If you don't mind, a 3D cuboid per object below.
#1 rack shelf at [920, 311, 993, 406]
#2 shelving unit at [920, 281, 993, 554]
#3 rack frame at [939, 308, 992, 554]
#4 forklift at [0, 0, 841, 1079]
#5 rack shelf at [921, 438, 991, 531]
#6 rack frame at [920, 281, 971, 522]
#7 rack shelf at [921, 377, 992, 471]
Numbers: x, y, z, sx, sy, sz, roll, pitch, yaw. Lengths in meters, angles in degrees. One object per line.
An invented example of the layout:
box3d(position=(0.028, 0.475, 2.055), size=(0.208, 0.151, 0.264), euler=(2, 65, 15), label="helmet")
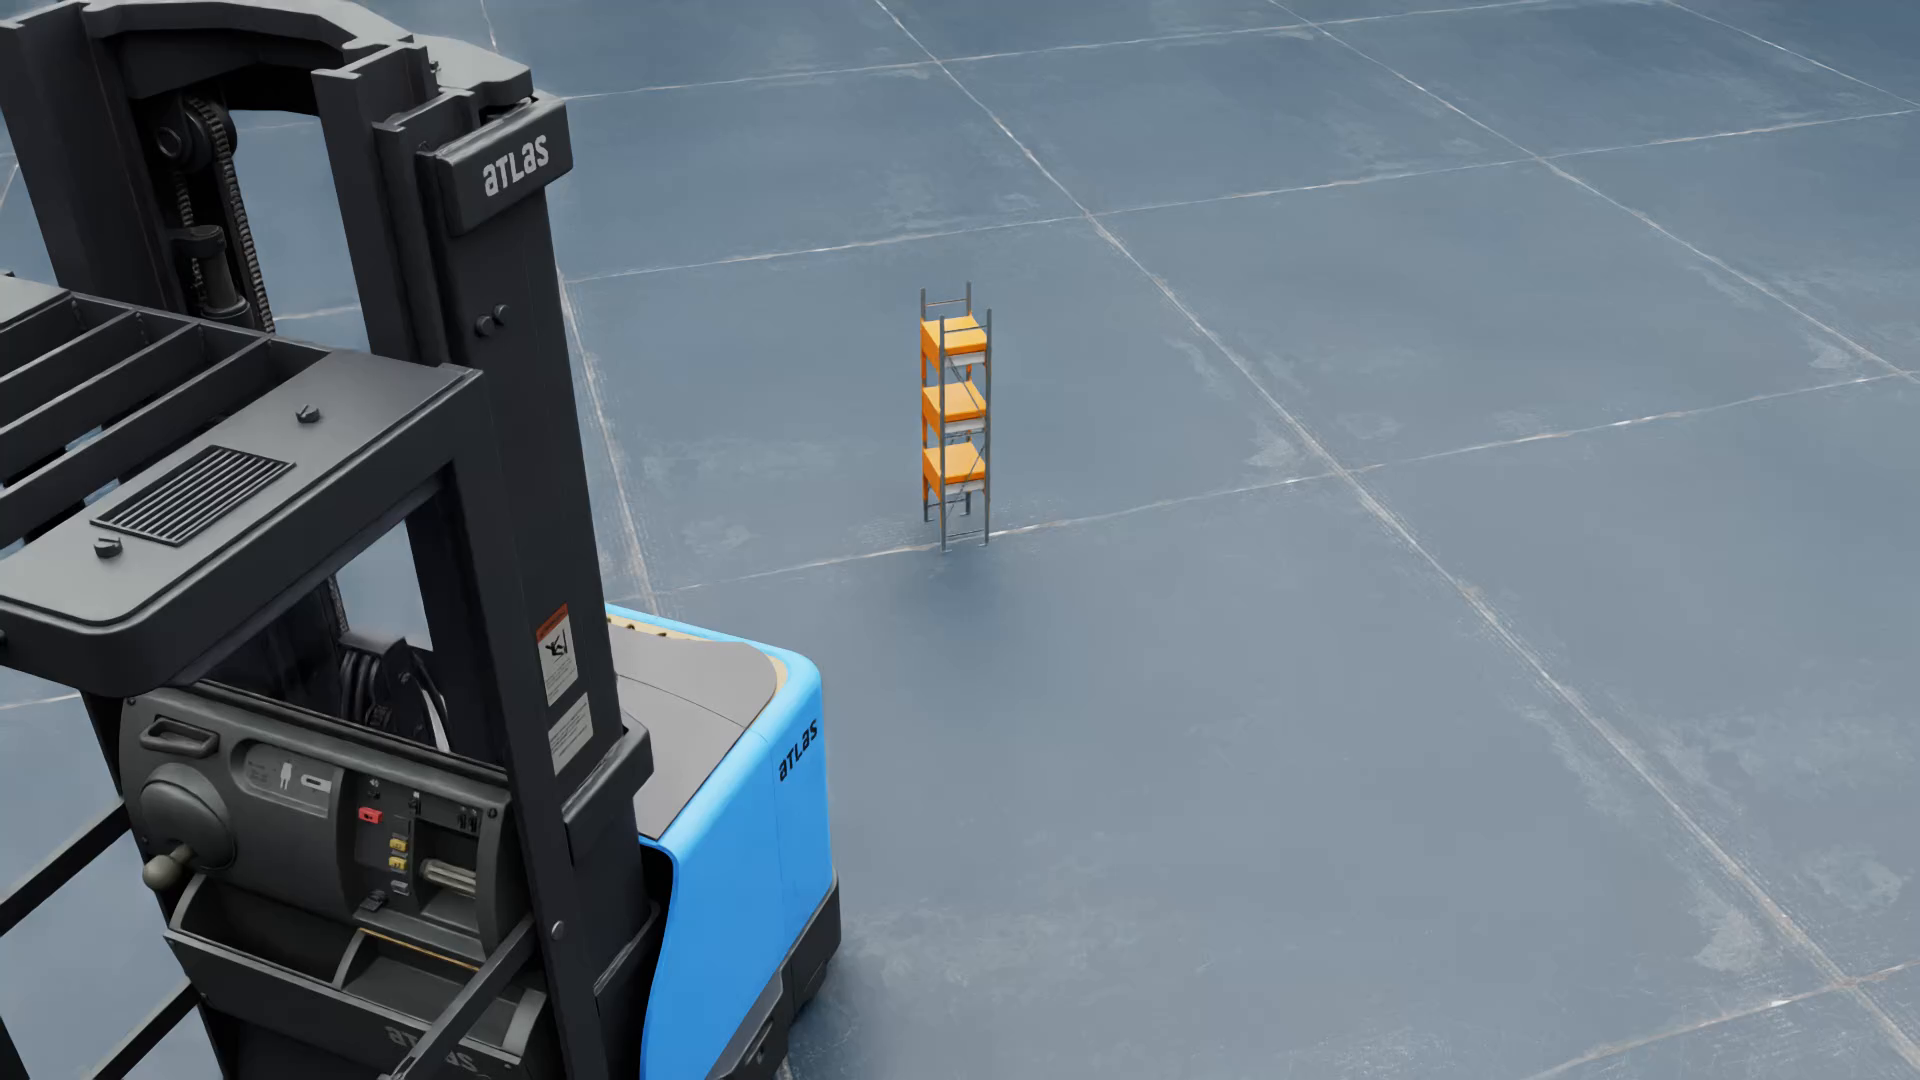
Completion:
box3d(position=(-0.016, -0.694, 6.352), size=(0.215, 0.259, 0.240), euler=(-10, 35, -15), label="rack shelf")
box3d(position=(-0.016, -0.466, 6.503), size=(0.215, 1.050, 0.252), euler=(-10, 35, -15), label="shelving unit")
box3d(position=(0.021, -0.402, 6.406), size=(0.200, 1.050, 0.008), euler=(-10, 35, -15), label="rack frame")
box3d(position=(-1.373, 0.630, 3.138), size=(1.130, 2.935, 3.031), euler=(13, 36, 18), label="forklift")
box3d(position=(-0.016, -0.225, 6.662), size=(0.215, 0.259, 0.240), euler=(-10, 35, -15), label="rack shelf")
box3d(position=(-0.054, -0.530, 6.600), size=(0.200, 1.050, 0.008), euler=(-10, 35, -15), label="rack frame")
box3d(position=(-0.016, -0.457, 6.509), size=(0.215, 0.259, 0.240), euler=(-10, 35, -15), label="rack shelf")
